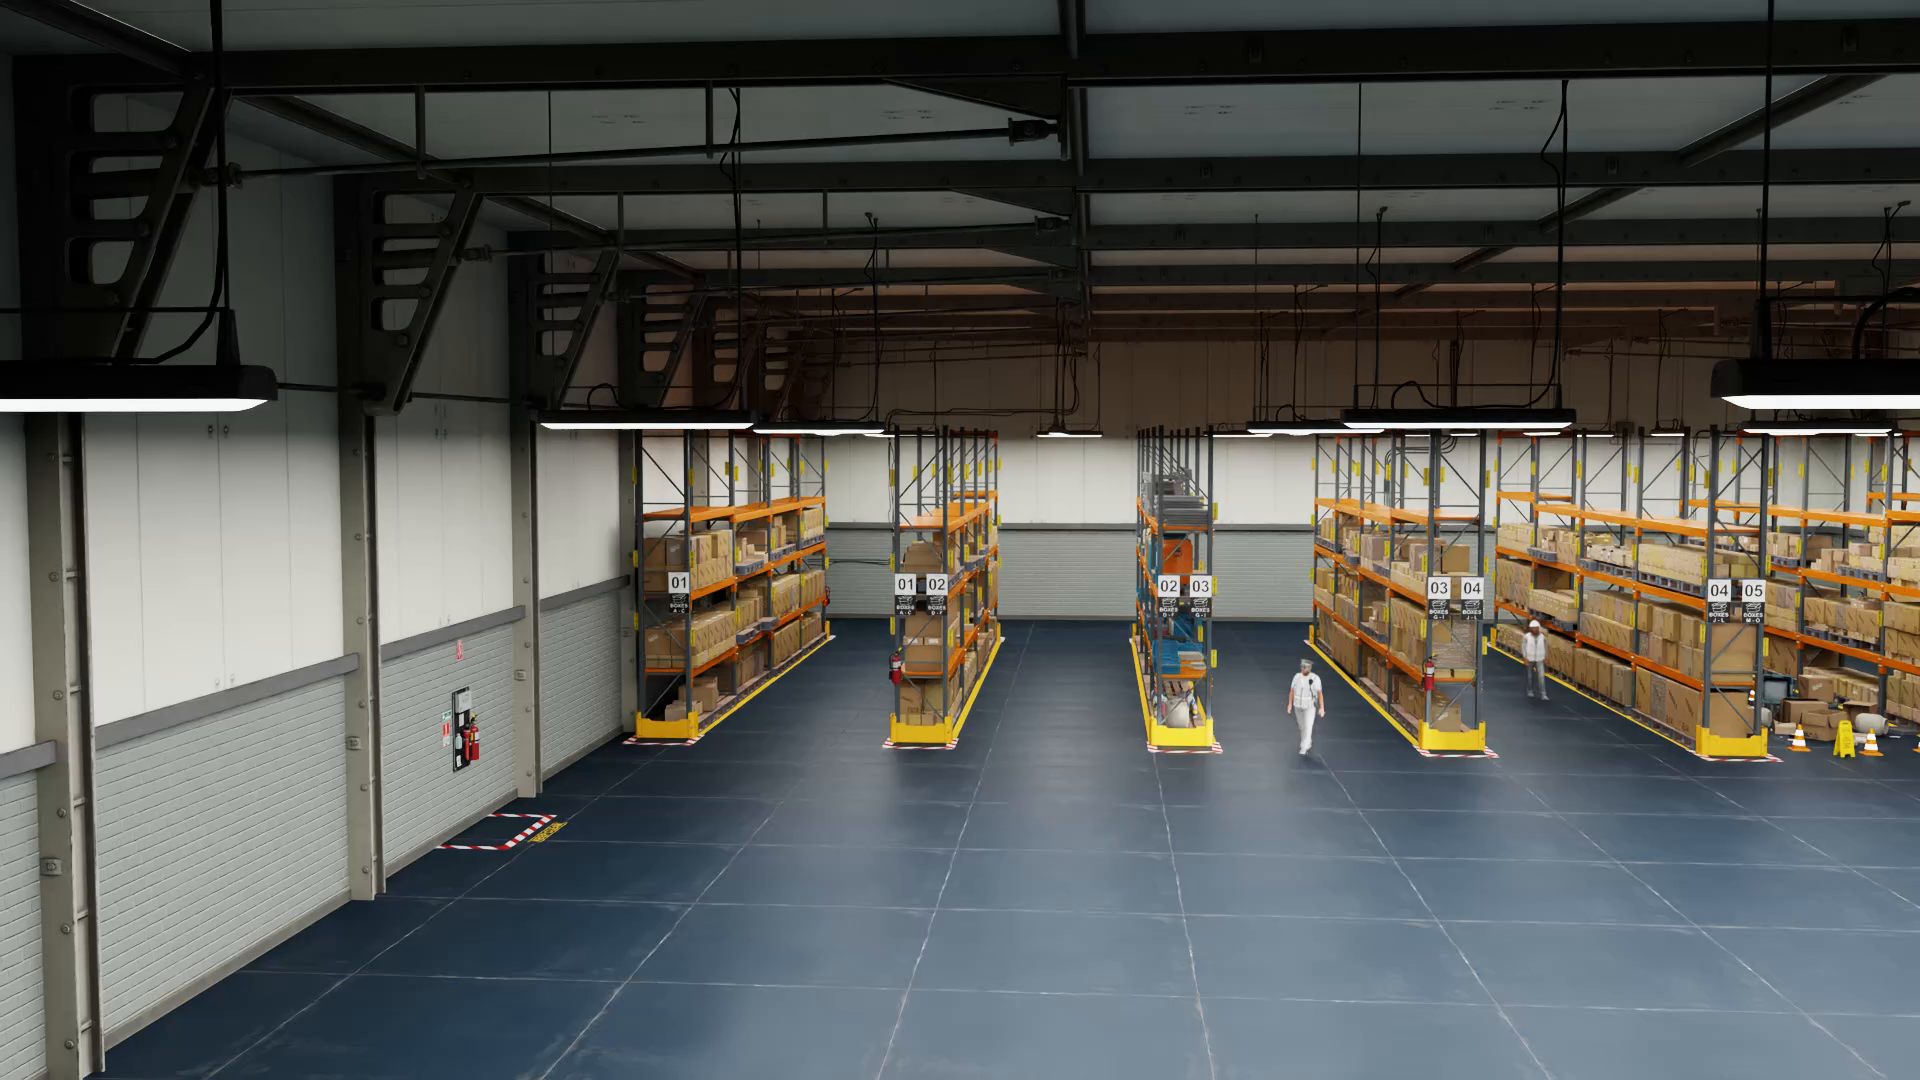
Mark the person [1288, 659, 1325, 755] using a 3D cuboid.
[{"bbox_3d":[6.258,3.024,30.303,0.589,1.711,0.994,3,4,38],"label":"person"}]

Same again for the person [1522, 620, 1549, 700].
[{"bbox_3d":[12.651,2.632,36.565,0.569,1.727,0.959,1,4,14],"label":"person"}]
